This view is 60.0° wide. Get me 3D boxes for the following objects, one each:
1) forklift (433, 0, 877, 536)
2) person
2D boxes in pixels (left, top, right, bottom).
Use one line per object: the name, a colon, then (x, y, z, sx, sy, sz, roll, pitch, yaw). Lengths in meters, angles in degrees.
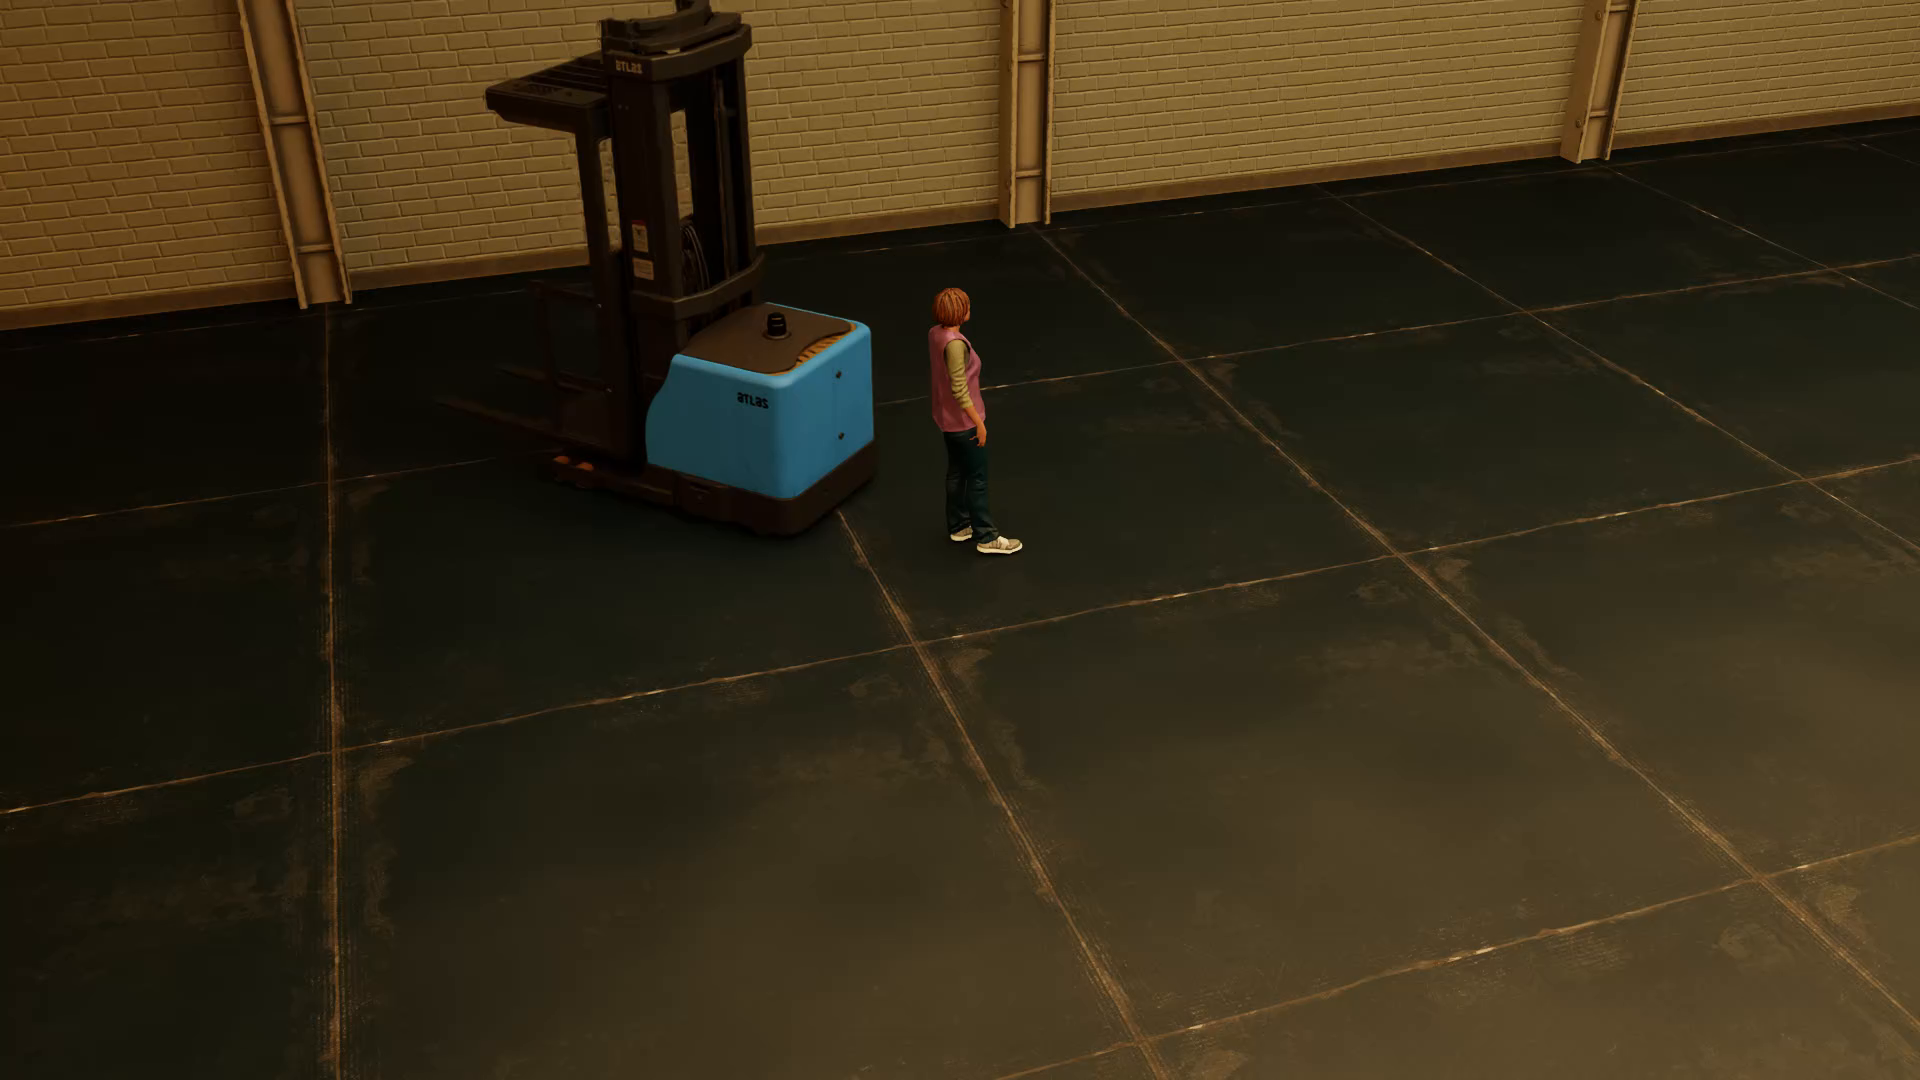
forklift: (-2.073, -1.809, 10.230, 3.031, 2.935, 1.130, 15, 33, 25)
person: (0.075, -0.704, 9.633, 0.474, 1.597, 0.521, -10, 31, -16)
